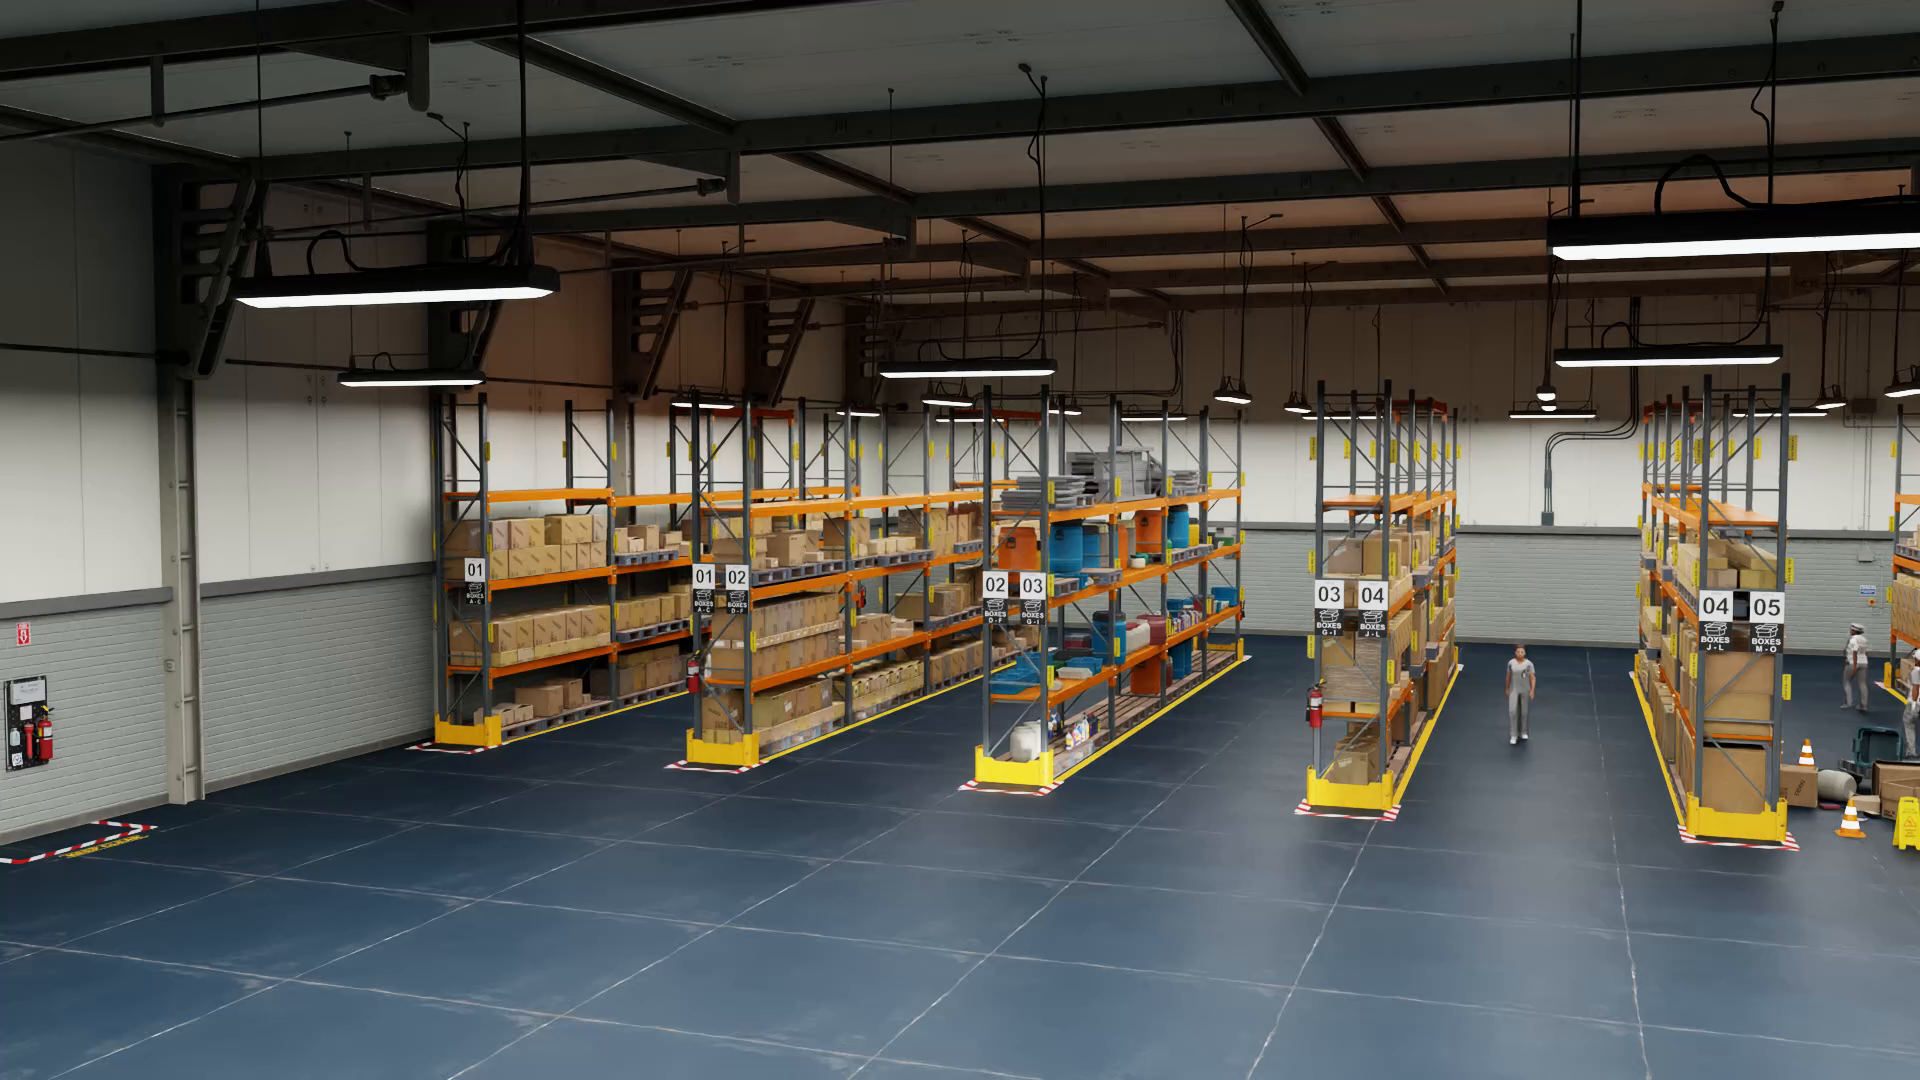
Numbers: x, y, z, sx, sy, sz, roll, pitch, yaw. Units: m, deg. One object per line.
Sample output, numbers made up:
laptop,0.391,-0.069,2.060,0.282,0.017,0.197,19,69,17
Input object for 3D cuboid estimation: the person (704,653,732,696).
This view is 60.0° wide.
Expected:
person,-4.362,2.587,30.087,0.530,1.653,0.577,0,3,1

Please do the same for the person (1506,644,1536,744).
person,9.676,2.648,28.726,0.498,1.702,0.639,1,3,23

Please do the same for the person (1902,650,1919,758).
person,15.628,2.696,26.944,0.533,1.816,0.556,0,3,5

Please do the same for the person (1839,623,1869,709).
person,17.399,2.473,32.210,0.453,1.723,0.570,0,3,-5
